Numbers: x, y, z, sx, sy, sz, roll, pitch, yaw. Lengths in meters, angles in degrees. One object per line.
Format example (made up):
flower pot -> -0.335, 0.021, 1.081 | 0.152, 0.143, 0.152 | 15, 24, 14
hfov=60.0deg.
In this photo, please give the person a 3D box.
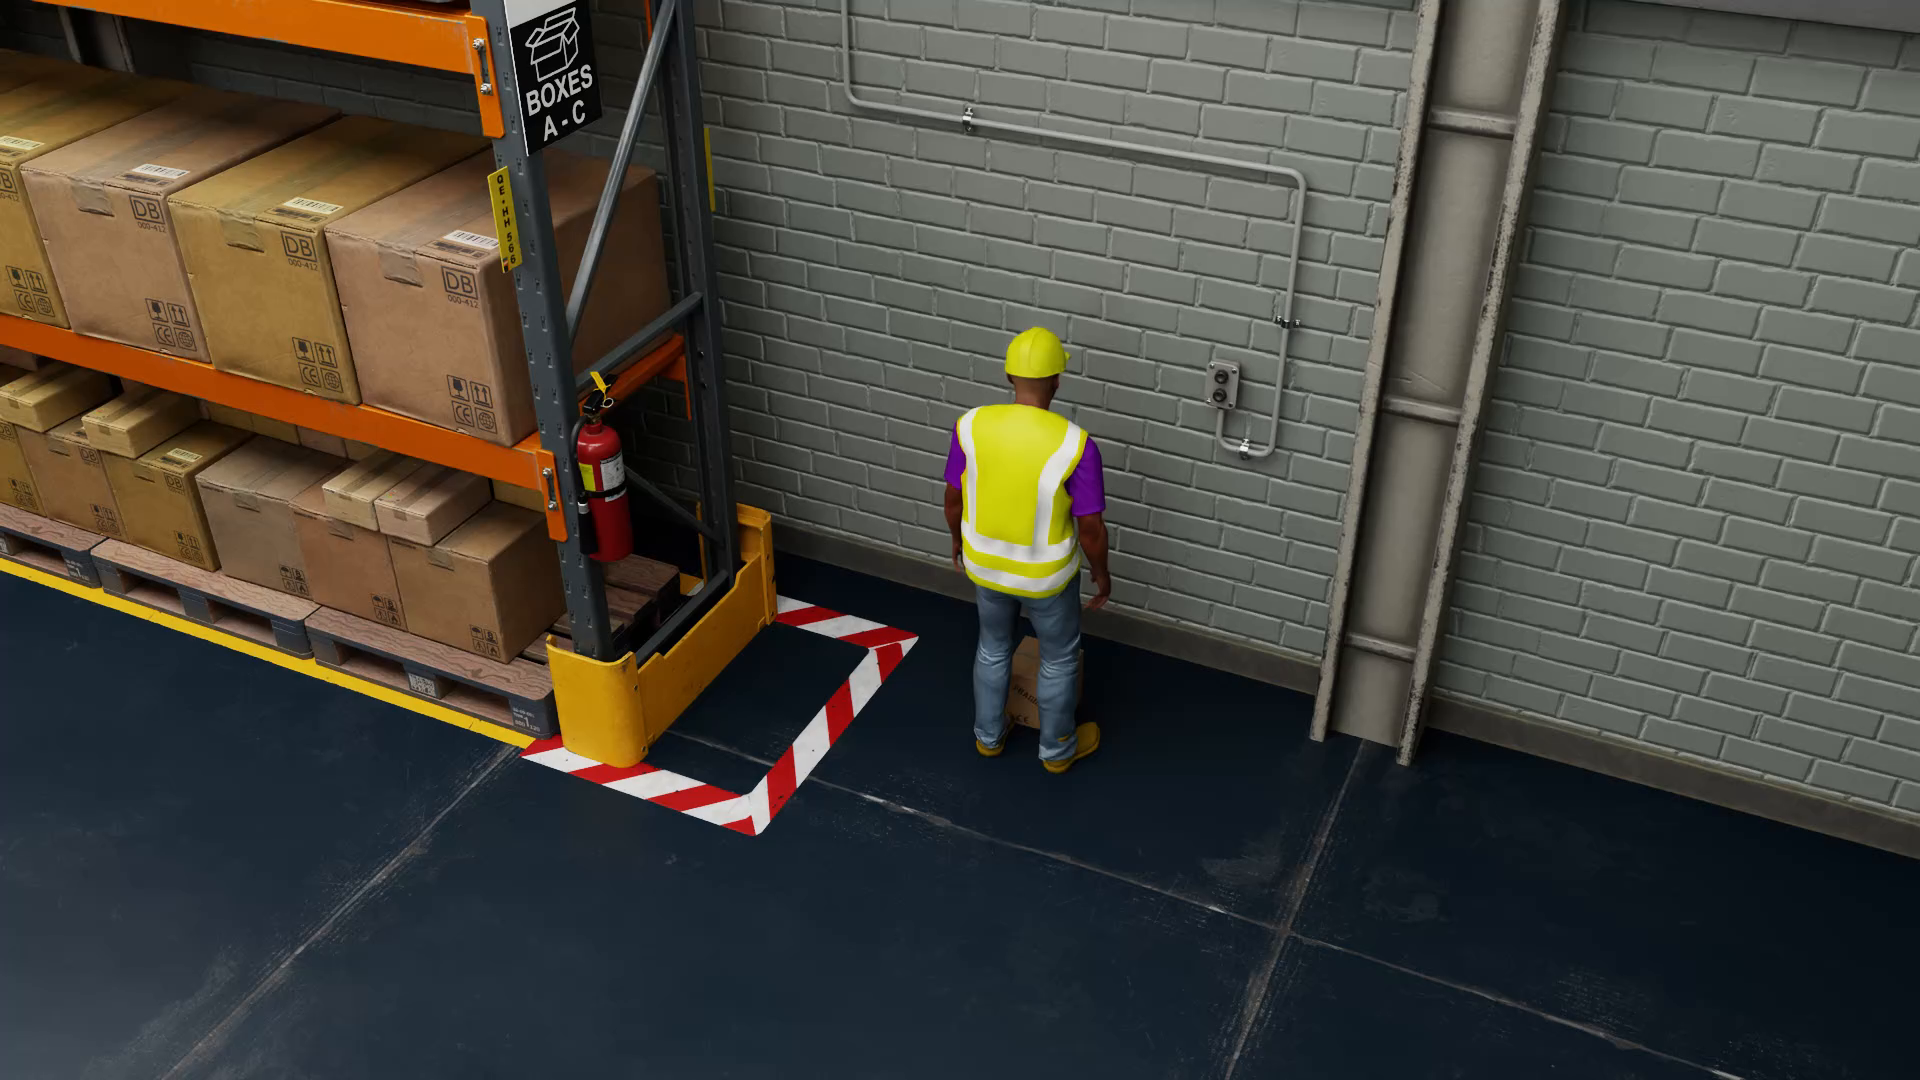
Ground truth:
person -> 0.248, 0.065, 6.029 | 0.626, 1.758, 0.458 | 14, 36, 21
